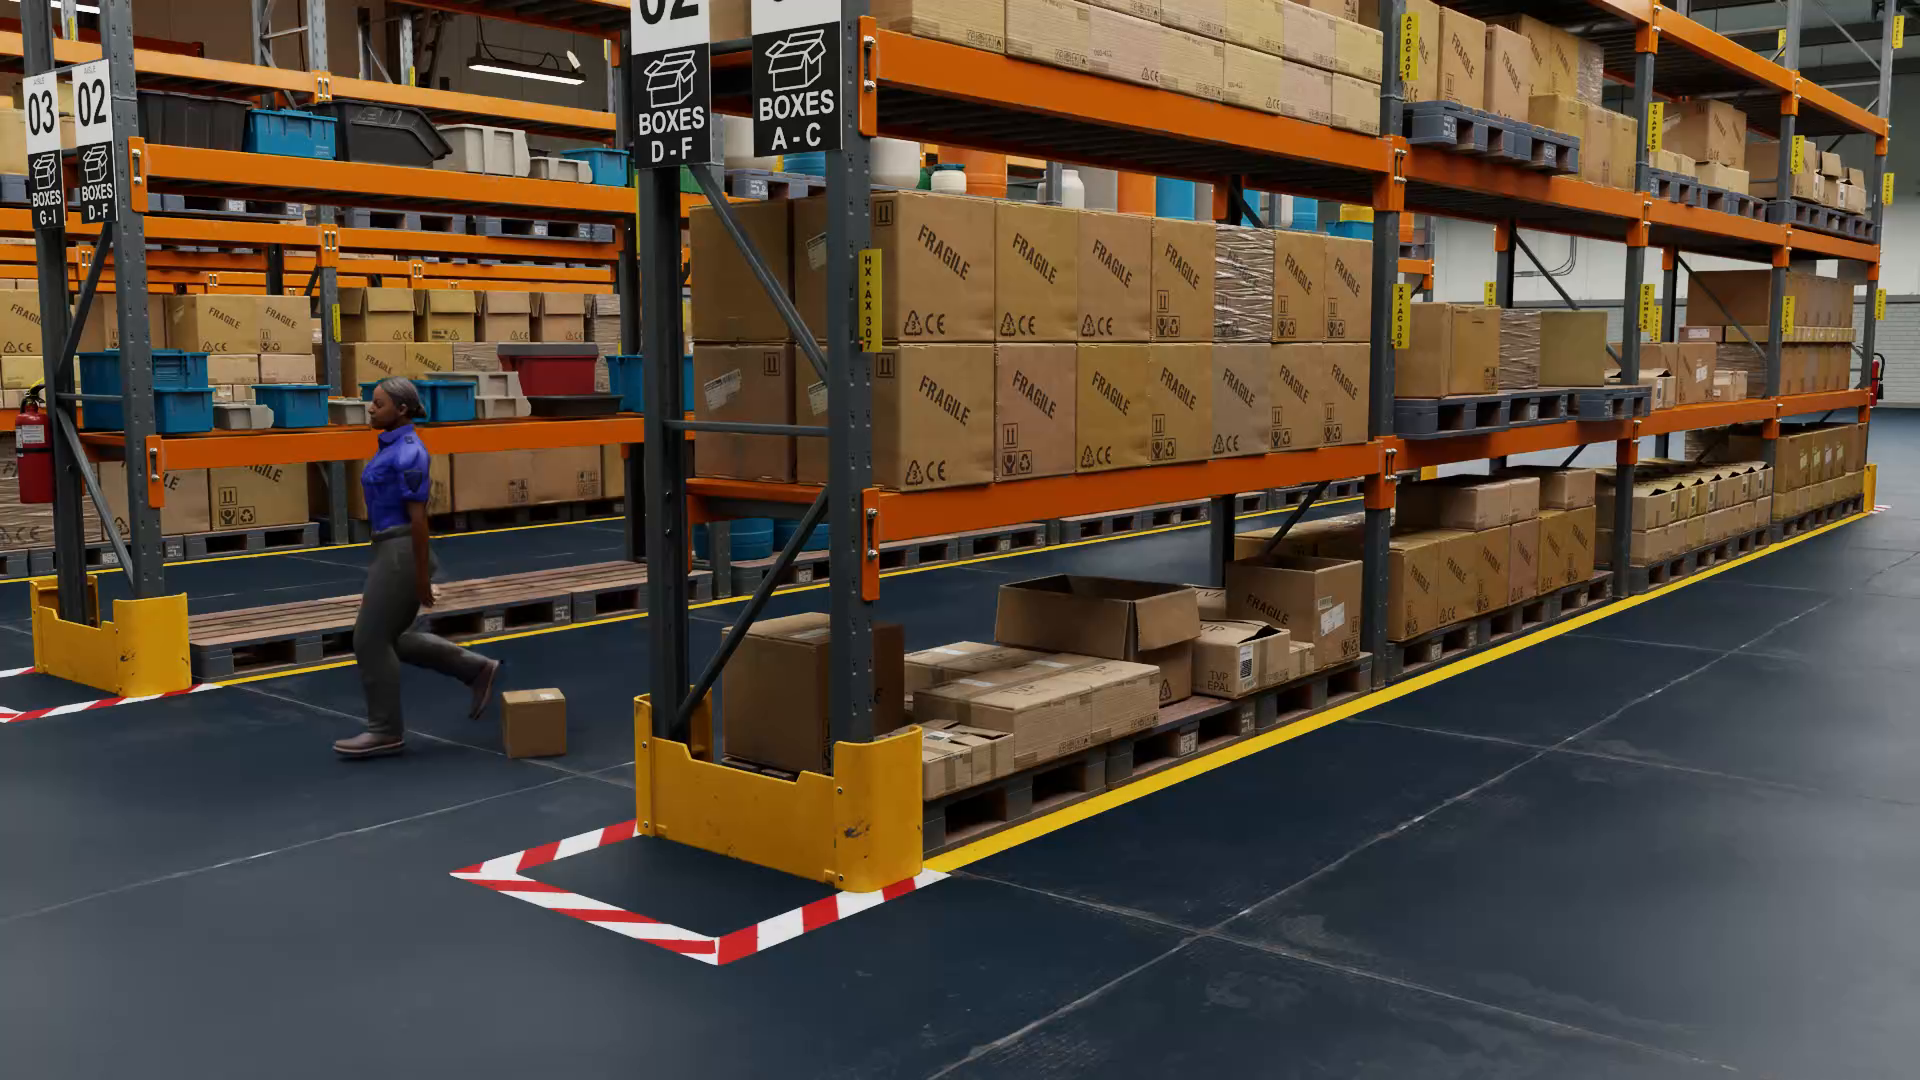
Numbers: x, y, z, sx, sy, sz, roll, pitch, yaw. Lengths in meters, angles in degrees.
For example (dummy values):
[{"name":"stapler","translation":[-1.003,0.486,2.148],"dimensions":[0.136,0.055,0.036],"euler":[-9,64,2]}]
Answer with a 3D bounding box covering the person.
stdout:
[{"name":"person","translation":[-2.404,0.095,7.317],"dimensions":[0.736,1.628,0.444],"euler":[-3,7,-23]}]
